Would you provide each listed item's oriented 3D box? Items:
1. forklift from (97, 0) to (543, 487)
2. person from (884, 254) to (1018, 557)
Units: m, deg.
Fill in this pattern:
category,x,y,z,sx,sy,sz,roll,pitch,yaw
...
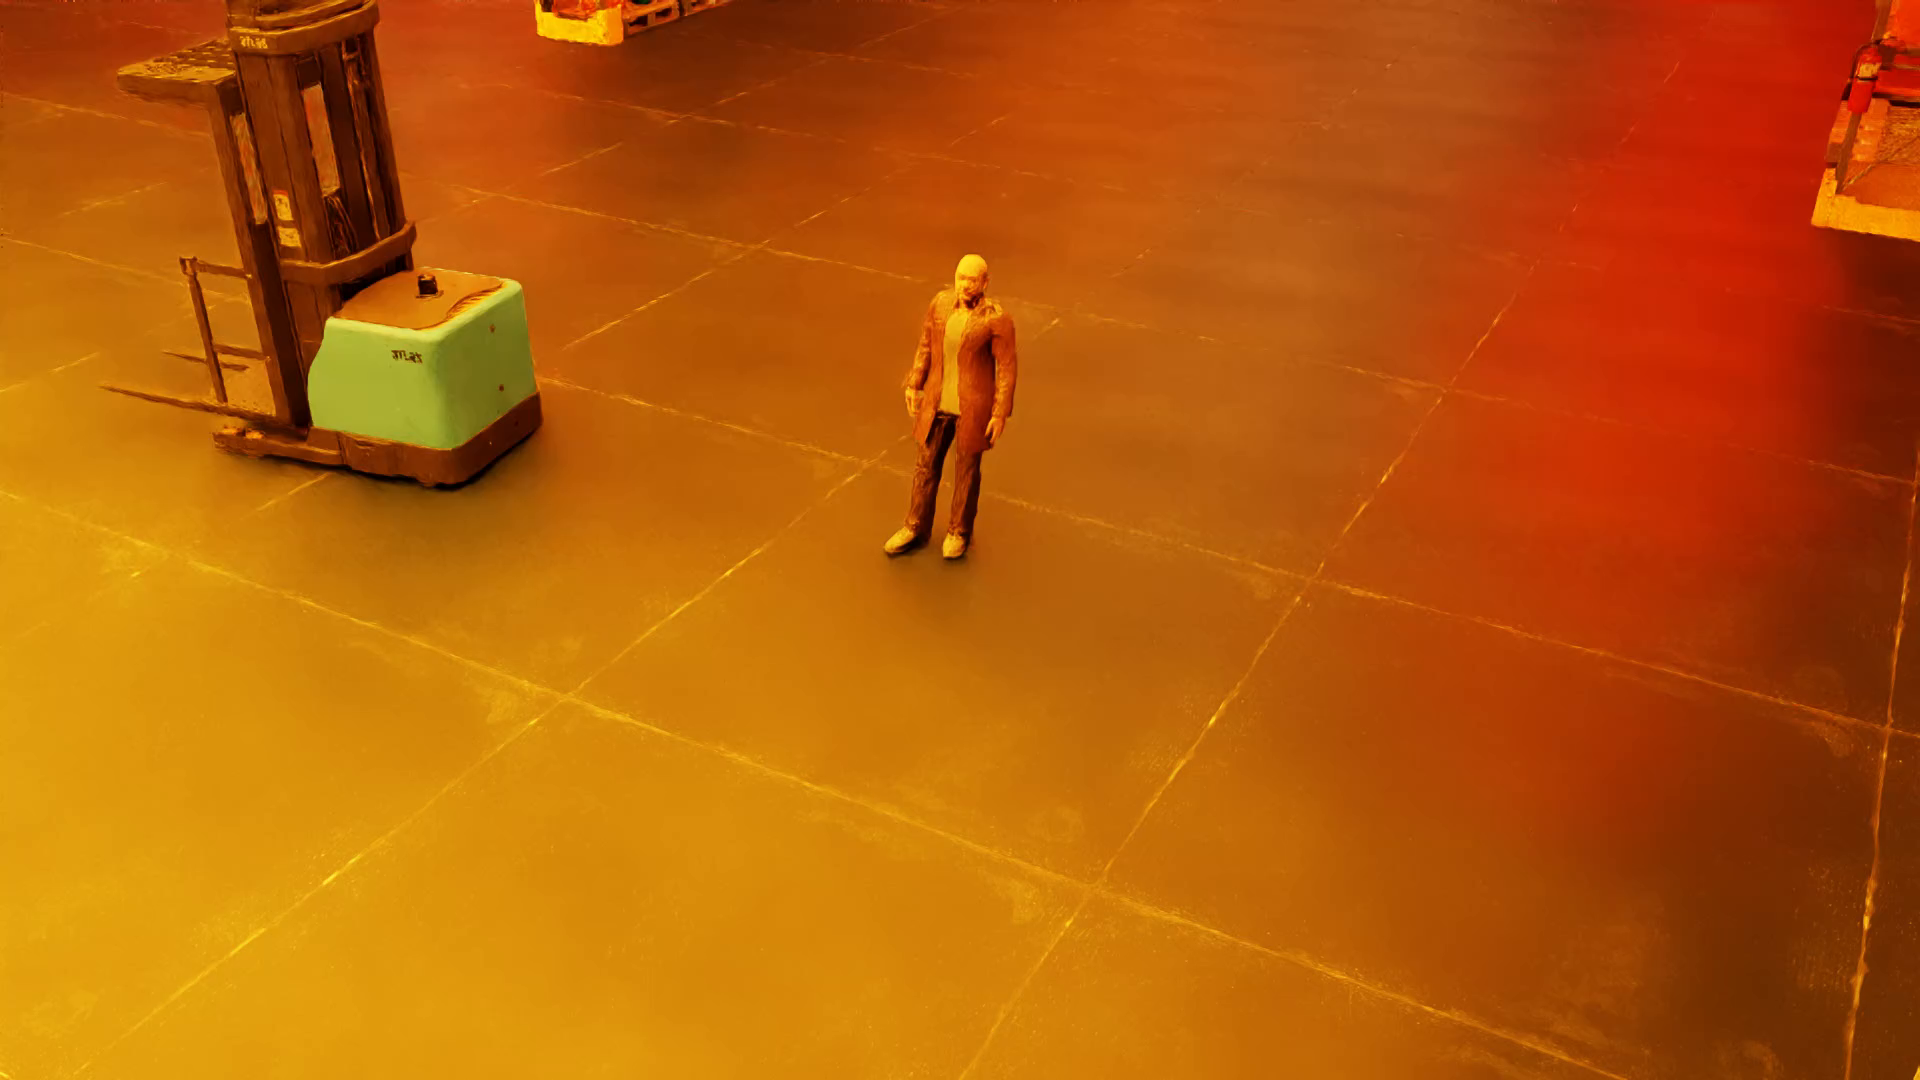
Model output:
category,x,y,z,sx,sy,sz,roll,pitch,yaw
forklift,-4.392,-2.050,10.623,3.031,2.935,1.130,10,32,17
person,-0.048,-0.738,9.487,0.694,1.776,0.580,15,33,25
